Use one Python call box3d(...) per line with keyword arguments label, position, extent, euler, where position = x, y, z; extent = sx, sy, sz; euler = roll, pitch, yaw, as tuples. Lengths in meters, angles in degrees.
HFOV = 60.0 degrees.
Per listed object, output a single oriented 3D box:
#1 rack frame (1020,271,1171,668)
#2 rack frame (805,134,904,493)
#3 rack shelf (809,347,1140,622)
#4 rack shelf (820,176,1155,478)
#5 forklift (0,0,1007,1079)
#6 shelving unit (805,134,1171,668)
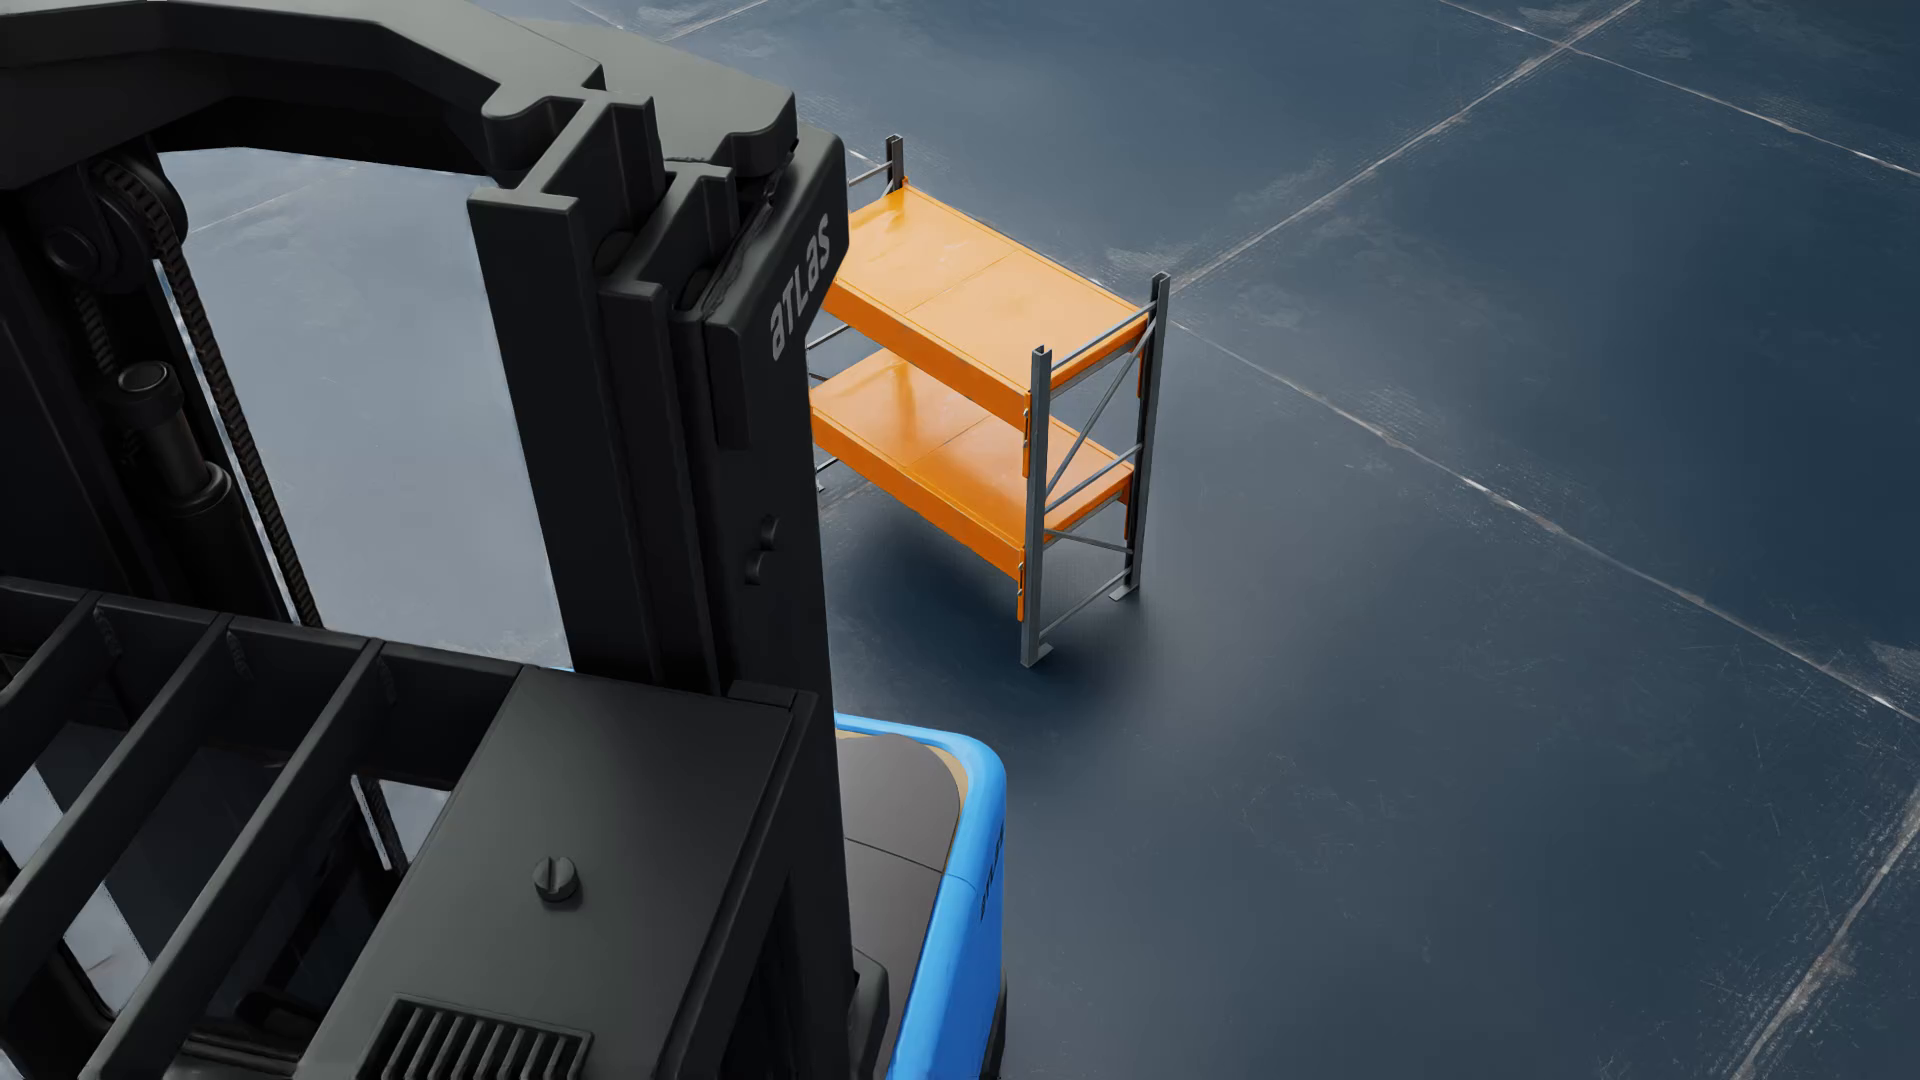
box3d(label="rack frame", position=(0.364, -0.166, 4.600), extent=(0.500, 1.125, 0.032), euler=(-34, 53, -31))
box3d(label="rack frame", position=(-0.354, -0.654, 5.129), extent=(0.500, 1.125, 0.032), euler=(-34, 53, -31))
box3d(label="rack shelf", position=(0.005, -0.230, 5.031), extent=(0.538, 0.278, 1.000), euler=(-34, 53, -31))
box3d(label="rack shelf", position=(0.005, -0.625, 4.666), extent=(0.538, 0.278, 1.000), euler=(-34, 53, -31))
box3d(label="forklift", position=(-0.716, 1.009, 1.998), extent=(1.130, 2.935, 3.031), euler=(9, 43, 9))
box3d(label="shelving unit", position=(0.005, -0.410, 4.865), extent=(0.538, 1.125, 1.048), euler=(-34, 53, -31))
